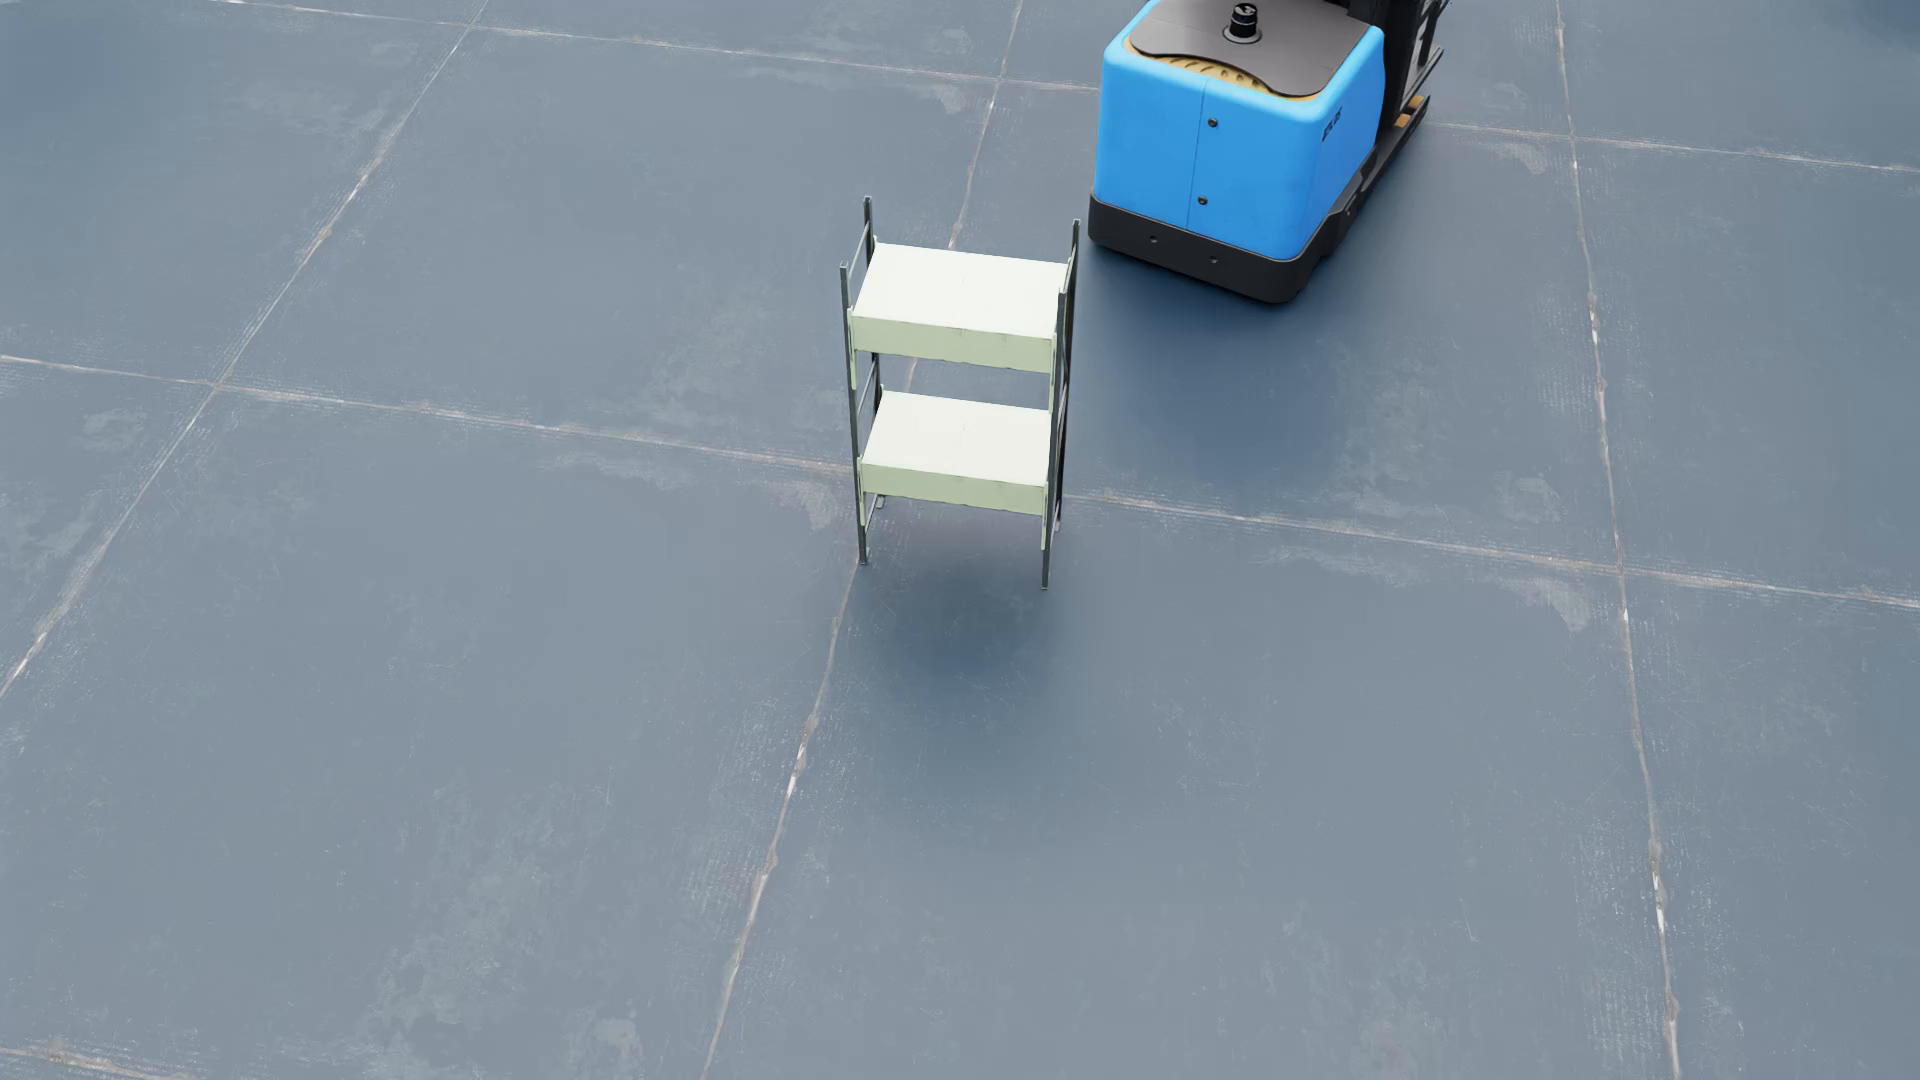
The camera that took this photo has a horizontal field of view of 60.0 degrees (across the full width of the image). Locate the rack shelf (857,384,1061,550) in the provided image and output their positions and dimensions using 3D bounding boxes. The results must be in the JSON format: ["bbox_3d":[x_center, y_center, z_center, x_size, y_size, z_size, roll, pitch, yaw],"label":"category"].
[{"bbox_3d":[0.007,-0.283,6.406,0.720,0.370,0.431,8,49,7],"label":"rack shelf"}]

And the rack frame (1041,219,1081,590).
[{"bbox_3d":[0.367,-0.452,6.120,0.023,1.500,0.400,8,49,7],"label":"rack frame"}]

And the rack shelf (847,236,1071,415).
[{"bbox_3d":[0.007,-0.761,5.873,0.720,0.370,0.431,8,49,7],"label":"rack shelf"}]

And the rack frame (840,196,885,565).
[{"bbox_3d":[-0.354,-0.549,6.207,0.023,1.500,0.400,8,49,7],"label":"rack frame"}]

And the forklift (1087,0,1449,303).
[{"bbox_3d":[1.775,-3.156,7.587,1.130,2.935,3.031,23,52,19],"label":"forklift"}]

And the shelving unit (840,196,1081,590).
[{"bbox_3d":[0.007,-0.500,6.163,0.755,1.500,0.431,8,49,7],"label":"shelving unit"}]
